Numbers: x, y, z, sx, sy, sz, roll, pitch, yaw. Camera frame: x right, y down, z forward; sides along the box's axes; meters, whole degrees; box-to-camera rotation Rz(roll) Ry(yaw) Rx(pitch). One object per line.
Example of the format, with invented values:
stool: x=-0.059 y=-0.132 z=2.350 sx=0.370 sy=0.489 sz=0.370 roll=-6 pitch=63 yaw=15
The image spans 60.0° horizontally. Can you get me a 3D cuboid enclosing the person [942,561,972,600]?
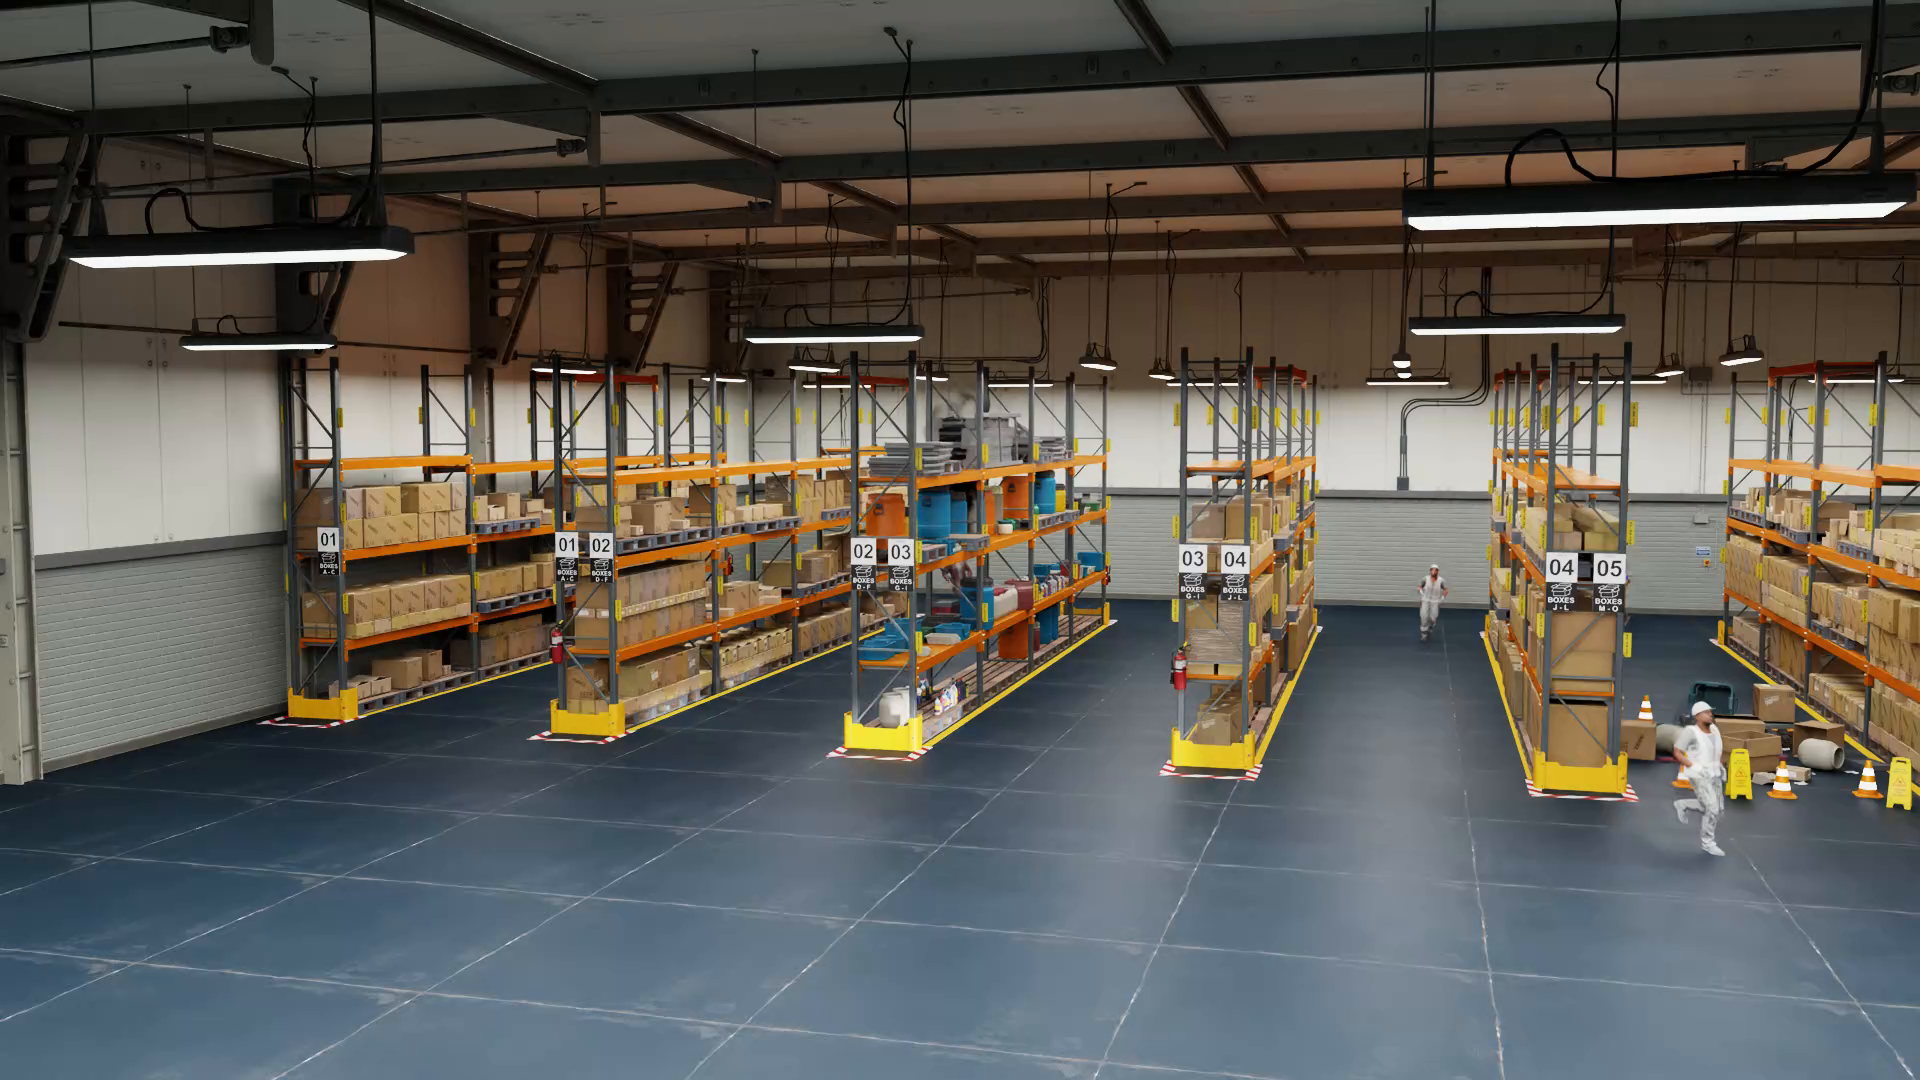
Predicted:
person: x=-0.017 y=1.139 z=41.117 sx=0.797 sy=1.710 sz=0.532 roll=-2 pitch=5 yaw=-23

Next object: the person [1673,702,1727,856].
person: x=8.596 y=2.737 z=19.337 sx=0.697 sy=1.736 sz=0.758 roll=-3 pitch=5 yaw=-31

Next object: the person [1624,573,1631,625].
person: x=15.475 y=1.287 z=39.276 sx=0.920 sy=1.658 sz=0.582 roll=-1 pitch=4 yaw=-10

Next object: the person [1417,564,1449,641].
person: x=10.542 y=1.407 z=37.144 sx=0.673 sy=1.729 sz=0.604 roll=2 pitch=4 yaw=21
